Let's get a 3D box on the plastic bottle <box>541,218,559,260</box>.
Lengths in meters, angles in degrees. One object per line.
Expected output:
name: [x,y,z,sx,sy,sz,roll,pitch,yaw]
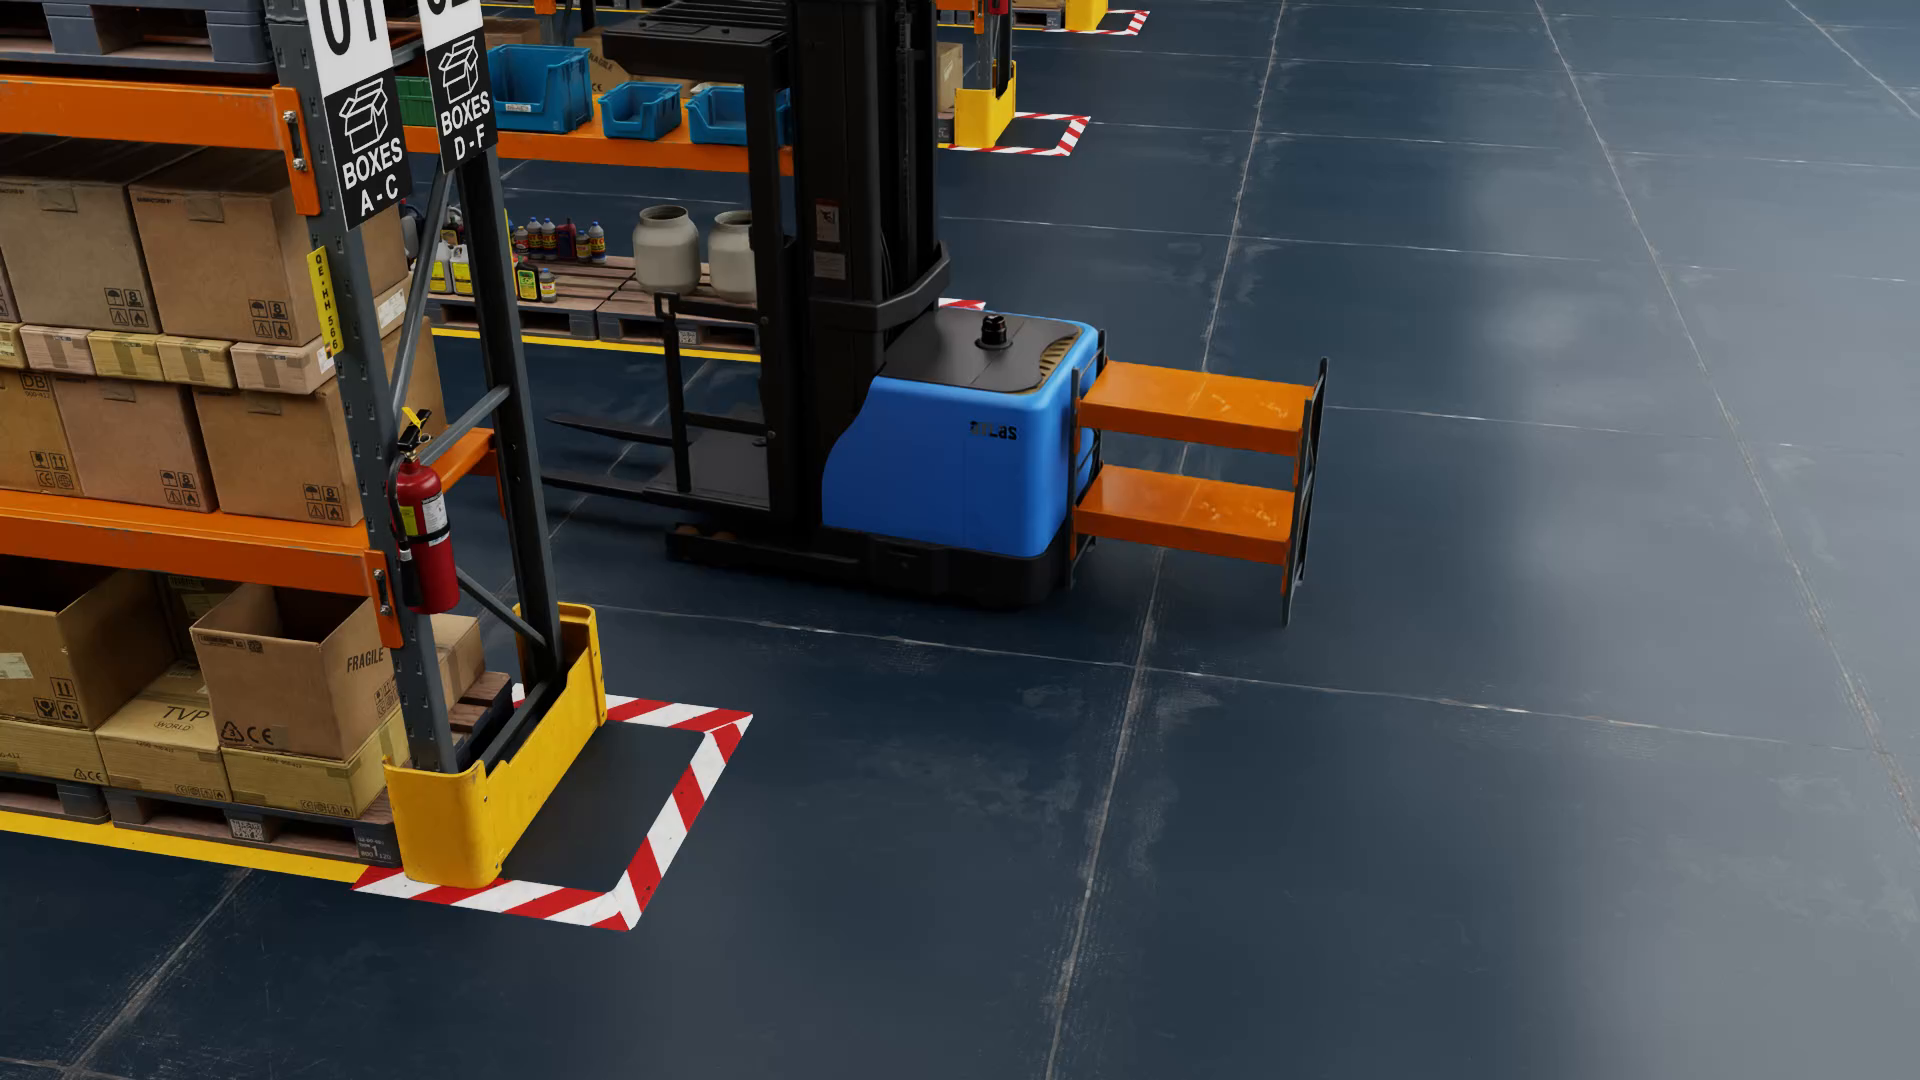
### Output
plastic bottle: [-2.772,-2.035,11.227,0.097,0.271,0.097,0,29,0]

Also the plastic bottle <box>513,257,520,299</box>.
plastic bottle: [-2.857,-1.691,10.594,0.135,0.276,0.152,6,29,11]

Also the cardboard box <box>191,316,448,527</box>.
cardboard box: [-2.220,-0.447,5.840,0.500,0.500,0.700,6,29,11]

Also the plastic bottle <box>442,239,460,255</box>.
plastic bottle: [-3.331,-1.811,10.812,0.135,0.276,0.152,6,29,11]

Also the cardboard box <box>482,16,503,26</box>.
cardboard box: [-4.665,-4.629,15.726,0.500,0.500,0.700,6,29,10]

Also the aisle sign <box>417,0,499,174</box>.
aisle sign: [-1.638,-1.628,5.394,0.004,0.787,0.394,6,29,11]

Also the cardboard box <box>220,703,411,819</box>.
cardboard box: [-2.353,0.756,6.171,0.500,0.250,0.500,6,29,11]

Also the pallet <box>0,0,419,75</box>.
pallet: [-2.453,-1.711,5.220,1.213,0.211,1.003,6,29,11]

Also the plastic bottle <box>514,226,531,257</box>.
plastic bottle: [-2.966,-2.025,11.280,0.097,0.201,0.097,0,29,0]

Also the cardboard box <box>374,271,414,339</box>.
cardboard box: [-2.105,-0.820,5.844,0.250,0.149,0.380,6,29,10]

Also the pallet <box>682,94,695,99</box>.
pallet: [-2.942,-4.130,15.574,1.213,0.211,1.003,6,29,11]

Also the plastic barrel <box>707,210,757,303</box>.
plastic barrel: [-1.388,-1.800,10.567,0.421,0.512,0.421,0,29,0]

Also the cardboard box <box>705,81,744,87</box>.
cardboard box: [-2.038,-4.353,15.244,0.500,0.500,0.500,3,29,6]

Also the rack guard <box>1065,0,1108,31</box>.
rack guard: [1.464,-6.223,19.096,0.348,0.500,1.175,6,29,11]

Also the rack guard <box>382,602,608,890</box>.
rack guard: [-1.743,0.748,6.363,0.348,0.500,1.175,6,29,11]

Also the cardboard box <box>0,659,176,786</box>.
cardboard box: [-3.334,0.662,6.343,0.500,0.250,0.500,6,29,11]

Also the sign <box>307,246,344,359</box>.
sign: [-1.893,-0.709,4.969,0.005,0.325,0.100,6,29,11]

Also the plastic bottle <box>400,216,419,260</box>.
plastic bottle: [-3.769,-2.055,11.259,0.135,0.276,0.152,6,29,11]

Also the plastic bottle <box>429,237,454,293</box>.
plastic bottle: [-3.337,-1.771,10.662,0.185,0.351,0.144,6,29,10]

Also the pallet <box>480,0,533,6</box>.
pallet: [-5.628,-6.787,20.426,1.213,0.211,1.003,6,29,11]

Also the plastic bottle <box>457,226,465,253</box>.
plastic bottle: [-3.310,-2.030,11.205,0.133,0.283,0.061,6,29,11]

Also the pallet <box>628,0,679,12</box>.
pallet: [-3.242,-6.542,19.979,1.213,0.211,1.003,6,29,11]

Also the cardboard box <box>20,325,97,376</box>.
cardboard box: [-2.932,-0.705,5.635,0.250,0.149,0.380,6,29,11]

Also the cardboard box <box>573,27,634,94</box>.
cardboard box: [-3.223,-4.433,15.389,0.500,0.500,0.500,5,29,9]

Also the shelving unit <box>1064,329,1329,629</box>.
shelving unit: [1.063,-0.287,7.602,1.048,1.125,0.538,9,30,17]

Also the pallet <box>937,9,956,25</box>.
pallet: [-0.547,-6.266,19.475,1.213,0.211,1.003,6,29,11]

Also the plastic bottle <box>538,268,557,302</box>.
plastic bottle: [-2.616,-1.620,10.542,0.097,0.201,0.097,0,29,0]

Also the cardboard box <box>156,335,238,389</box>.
cardboard box: [-2.436,-0.654,5.541,0.250,0.149,0.380,7,29,12]

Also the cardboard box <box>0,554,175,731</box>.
cardboard box: [-3.334,0.335,6.160,0.500,0.500,0.500,6,29,11]

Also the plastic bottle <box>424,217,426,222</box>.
plastic bottle: [-3.595,-2.134,11.395,0.133,0.283,0.061,8,30,14]

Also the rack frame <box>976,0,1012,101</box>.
rack frame: [0.306,-5.003,14.264,0.127,3.000,1.000,6,29,11]

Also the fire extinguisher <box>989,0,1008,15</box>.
fire extinguisher: [0.322,-4.741,13.866,0.183,0.674,0.296,6,29,11]

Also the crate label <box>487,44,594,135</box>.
crate label: [-2.585,-2.750,10.112,0.616,0.435,0.502,6,29,11]

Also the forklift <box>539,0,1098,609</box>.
forklift: [-0.902,-1.386,7.729,3.031,2.935,1.130,9,30,17]

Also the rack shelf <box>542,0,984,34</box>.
rack shelf: [-1.650,-4.888,14.803,4.000,0.370,1.077,6,29,11]

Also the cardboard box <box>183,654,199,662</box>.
cardboard box: [-2.734,0.464,6.704,0.500,0.250,0.500,6,29,11]

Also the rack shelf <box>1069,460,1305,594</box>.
rack shelf: [1.063,-0.072,7.720,1.000,0.278,0.538,9,30,17]

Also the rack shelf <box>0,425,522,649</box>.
rack shelf: [-3.722,-0.236,6.306,4.000,0.370,1.077,6,29,11]

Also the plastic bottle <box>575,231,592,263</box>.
plastic bottle: [-2.538,-1.981,11.200,0.097,0.201,0.097,0,29,0]

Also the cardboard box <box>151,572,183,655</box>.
cardboard box: [-3.226,0.091,6.606,0.500,0.500,0.500,6,29,11]

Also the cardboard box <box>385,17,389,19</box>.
cardboard box: [-5.757,-4.740,15.930,0.500,0.500,0.700,8,30,15]

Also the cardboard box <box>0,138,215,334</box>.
cardboard box: [-2.788,-1.072,5.629,0.500,0.500,0.700,5,29,9]

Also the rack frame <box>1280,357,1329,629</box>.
rack frame: [1.544,-0.207,7.458,0.032,1.125,0.500,9,30,17]

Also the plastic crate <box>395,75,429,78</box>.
plastic crate: [-3.501,-3.029,10.814,0.616,0.251,0.499,6,29,11]

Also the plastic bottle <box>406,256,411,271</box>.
plastic bottle: [-3.600,-1.748,10.690,0.133,0.283,0.061,7,30,13]

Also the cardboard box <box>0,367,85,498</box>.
cardboard box: [-3.219,-0.550,6.028,0.500,0.500,0.700,6,29,11]

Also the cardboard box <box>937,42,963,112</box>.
cardboard box: [-0.301,-4.161,14.892,0.500,0.500,0.500,11,31,20]

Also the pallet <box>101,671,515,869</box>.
pallet: [-2.523,0.815,6.541,1.213,0.211,1.003,6,29,11]

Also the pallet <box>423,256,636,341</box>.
pallet: [-2.796,-1.646,11.037,1.213,0.211,1.003,6,29,11]

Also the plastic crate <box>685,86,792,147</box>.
plastic crate: [-1.280,-2.521,9.886,0.616,0.251,0.499,6,29,11]

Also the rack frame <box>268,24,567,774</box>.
rack frame: [-1.767,-0.351,5.767,0.127,3.000,1.000,6,29,11]
